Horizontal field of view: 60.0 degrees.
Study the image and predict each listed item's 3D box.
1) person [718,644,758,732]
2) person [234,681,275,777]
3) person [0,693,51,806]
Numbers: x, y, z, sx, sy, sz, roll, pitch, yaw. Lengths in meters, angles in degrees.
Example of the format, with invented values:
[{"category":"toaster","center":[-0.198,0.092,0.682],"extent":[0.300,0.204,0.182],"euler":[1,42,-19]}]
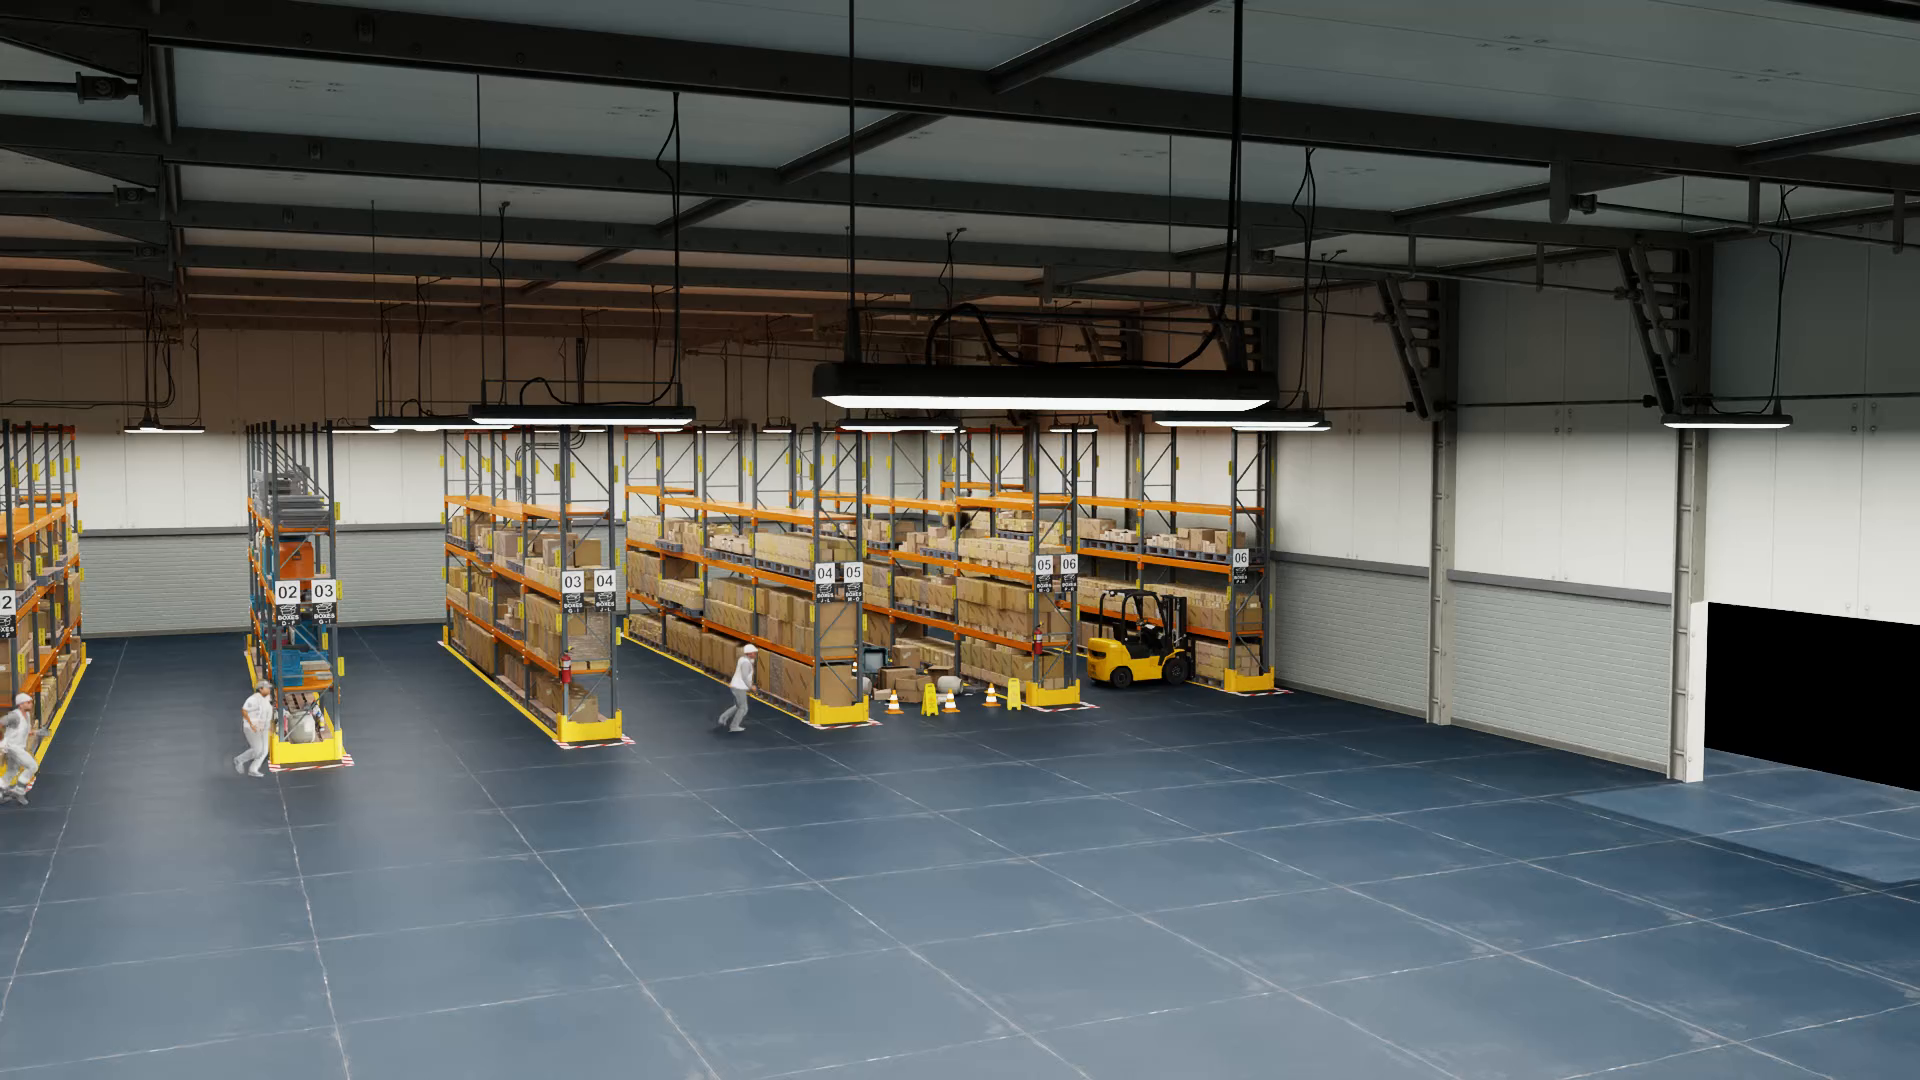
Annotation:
[{"category":"person","center":[-4.286,2.862,32.176],"extent":[0.778,1.700,0.629],"euler":[-1,4,-15]},{"category":"person","center":[-11.871,3.174,28.064],"extent":[0.582,1.611,0.613],"euler":[1,4,21]},{"category":"person","center":[-14.633,3.248,25.784],"extent":[0.860,1.741,0.662],"euler":[-1,4,-8]}]
